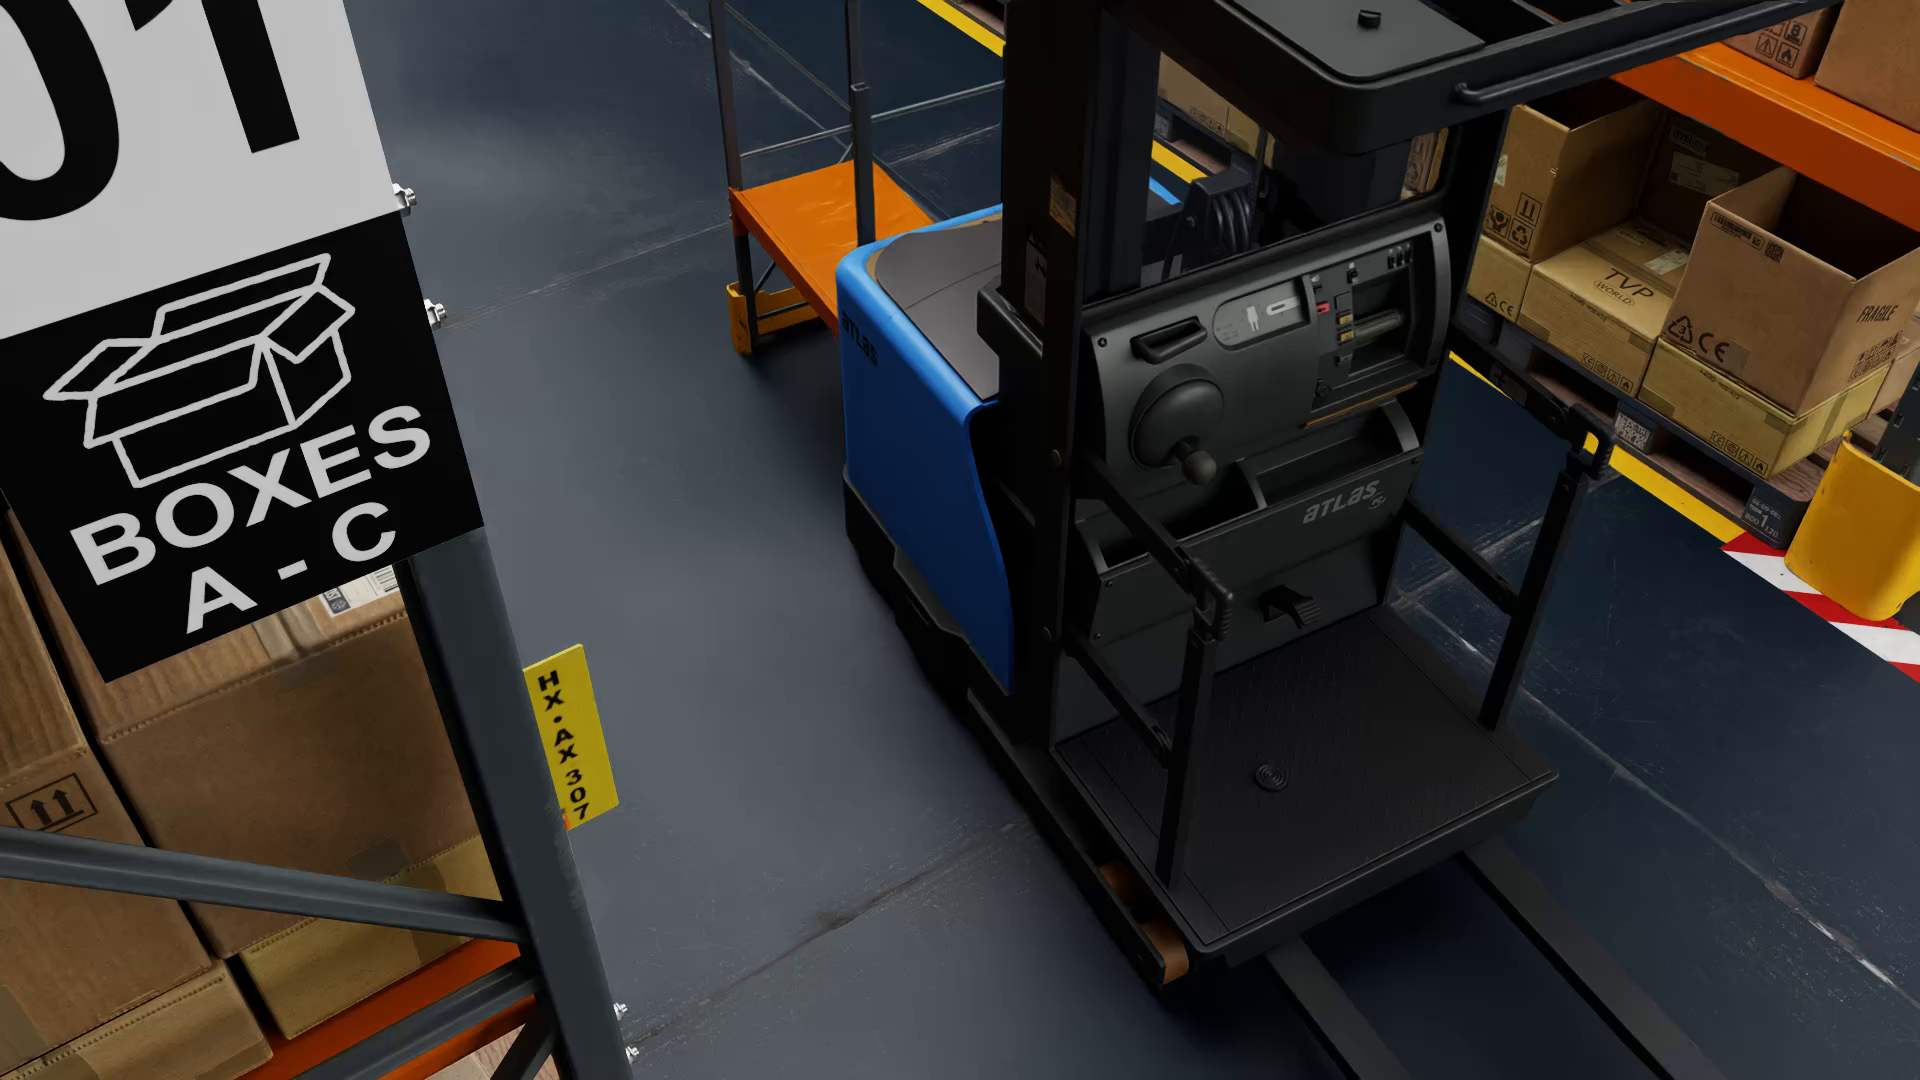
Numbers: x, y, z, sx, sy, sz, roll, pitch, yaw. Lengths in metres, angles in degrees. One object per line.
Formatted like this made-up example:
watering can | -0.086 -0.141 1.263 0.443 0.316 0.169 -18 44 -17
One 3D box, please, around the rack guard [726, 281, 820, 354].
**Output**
rack guard | -0.546 -0.871 5.981 0.587 0.250 0.087 -21 47 -20

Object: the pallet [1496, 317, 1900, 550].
pallet | 2.630 -0.572 5.696 1.003 0.211 1.213 -26 49 -24

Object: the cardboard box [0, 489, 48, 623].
cardboard box | -1.683 0.099 2.526 0.500 0.500 0.500 -25 49 -24

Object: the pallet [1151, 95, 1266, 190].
pallet | 1.234 -1.954 7.144 1.003 0.211 1.213 -26 49 -24

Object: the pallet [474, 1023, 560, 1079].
pallet | -1.438 1.286 3.750 1.003 0.211 1.213 -26 49 -24

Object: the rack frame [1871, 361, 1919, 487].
rack frame | 3.102 -1.164 4.297 1.000 3.000 0.127 -26 49 -24

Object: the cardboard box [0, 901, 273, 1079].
cardboard box | -1.385 0.654 2.487 0.500 0.250 0.500 -25 49 -24

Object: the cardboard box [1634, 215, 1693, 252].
cardboard box | 2.689 -0.995 5.807 0.500 0.250 0.500 -26 49 -24

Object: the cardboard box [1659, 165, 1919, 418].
cardboard box | 2.551 -0.779 5.038 0.500 0.500 0.500 -26 49 -24

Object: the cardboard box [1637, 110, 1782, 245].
cardboard box | 2.690 -1.267 5.549 0.500 0.500 0.500 -26 49 -24

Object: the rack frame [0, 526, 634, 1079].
rack frame | -0.956 0.793 2.247 0.949 2.616 0.053 -26 49 -24

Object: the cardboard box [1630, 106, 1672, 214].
cardboard box | 2.393 -1.545 5.840 0.500 0.500 0.500 -26 49 -24

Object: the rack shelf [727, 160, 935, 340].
rack shelf | -0.303 -0.886 5.352 0.538 0.185 1.000 -21 47 -20

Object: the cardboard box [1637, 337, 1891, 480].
cardboard box | 2.553 -0.509 5.298 0.500 0.250 0.500 -26 49 -24

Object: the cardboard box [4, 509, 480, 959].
cardboard box | -0.986 0.181 2.439 0.500 0.500 0.500 -26 49 -24

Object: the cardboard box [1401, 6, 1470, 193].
cardboard box | 1.682 -1.623 5.922 0.500 0.500 0.500 -26 49 -24

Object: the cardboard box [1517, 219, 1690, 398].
cardboard box | 2.257 -0.787 5.589 0.500 0.250 0.500 -26 49 -24

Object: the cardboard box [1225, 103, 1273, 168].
cardboard box | 1.394 -1.634 6.477 0.500 0.250 0.500 -26 49 -24

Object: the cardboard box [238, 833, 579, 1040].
cardboard box | -0.978 0.440 2.711 0.500 0.250 0.500 -27 50 -26

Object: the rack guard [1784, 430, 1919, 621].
rack guard | 3.116 -0.246 5.146 1.175 0.500 0.348 -26 49 -24

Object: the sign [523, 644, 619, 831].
sign | -0.514 0.267 2.171 0.100 0.325 0.005 -26 49 -24

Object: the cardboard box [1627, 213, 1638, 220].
cardboard box | 2.403 -1.278 6.104 0.500 0.250 0.500 -26 49 -24

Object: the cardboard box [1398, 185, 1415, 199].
cardboard box | 1.685 -1.353 6.182 0.500 0.250 0.500 -26 49 -24

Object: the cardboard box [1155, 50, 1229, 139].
cardboard box | 1.112 -1.919 6.775 0.500 0.250 0.500 -26 49 -24

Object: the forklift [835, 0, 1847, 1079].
forklift | 0.793 -0.331 3.474 1.130 2.935 3.031 -21 47 -20

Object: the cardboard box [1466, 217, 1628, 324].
cardboard box | 1.969 -1.069 5.885 0.500 0.250 0.500 -26 49 -24

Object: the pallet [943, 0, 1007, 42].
pallet | 0.360 -2.823 8.054 1.003 0.211 1.213 -26 49 -24

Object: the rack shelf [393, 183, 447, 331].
rack shelf | -2.103 -1.163 2.644 1.077 0.370 4.000 -26 49 -24

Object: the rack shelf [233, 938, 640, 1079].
rack shelf | -2.103 -0.078 3.680 1.077 0.370 4.000 -26 49 -24

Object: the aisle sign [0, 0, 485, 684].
aisle sign | -0.672 -0.223 1.429 0.394 0.787 0.004 -26 49 -24

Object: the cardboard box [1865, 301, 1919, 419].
cardboard box | 2.978 -0.713 5.512 0.500 0.250 0.500 -26 49 -24

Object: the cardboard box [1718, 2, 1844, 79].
cardboard box | 2.541 -1.765 4.855 0.700 0.500 0.500 -24 49 -23

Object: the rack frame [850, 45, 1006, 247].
rack frame | -0.059 -0.708 4.905 0.500 1.500 0.032 -21 47 -20

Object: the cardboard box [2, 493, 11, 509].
cardboard box | -1.260 -0.102 2.736 0.500 0.500 0.500 -26 49 -24

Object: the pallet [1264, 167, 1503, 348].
pallet | 1.936 -1.263 6.420 1.003 0.211 1.213 -26 49 -24

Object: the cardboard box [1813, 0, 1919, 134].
cardboard box | 2.845 -1.470 4.545 0.700 0.500 0.500 -26 49 -24

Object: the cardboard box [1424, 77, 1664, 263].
cardboard box | 1.967 -1.340 5.625 0.500 0.500 0.500 -26 49 -24

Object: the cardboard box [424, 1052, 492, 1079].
cardboard box | -1.281 1.181 3.469 0.500 0.311 0.500 -31 52 -29

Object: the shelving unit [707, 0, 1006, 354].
shelving unit | -0.307 -1.021 5.234 0.587 1.500 1.083 -21 47 -20

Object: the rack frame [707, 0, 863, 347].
rack frame | -0.547 -1.324 5.551 0.500 1.500 0.032 -21 47 -20

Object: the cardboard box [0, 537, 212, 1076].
cardboard box | -1.403 0.388 2.223 0.500 0.500 0.500 -26 50 -25
